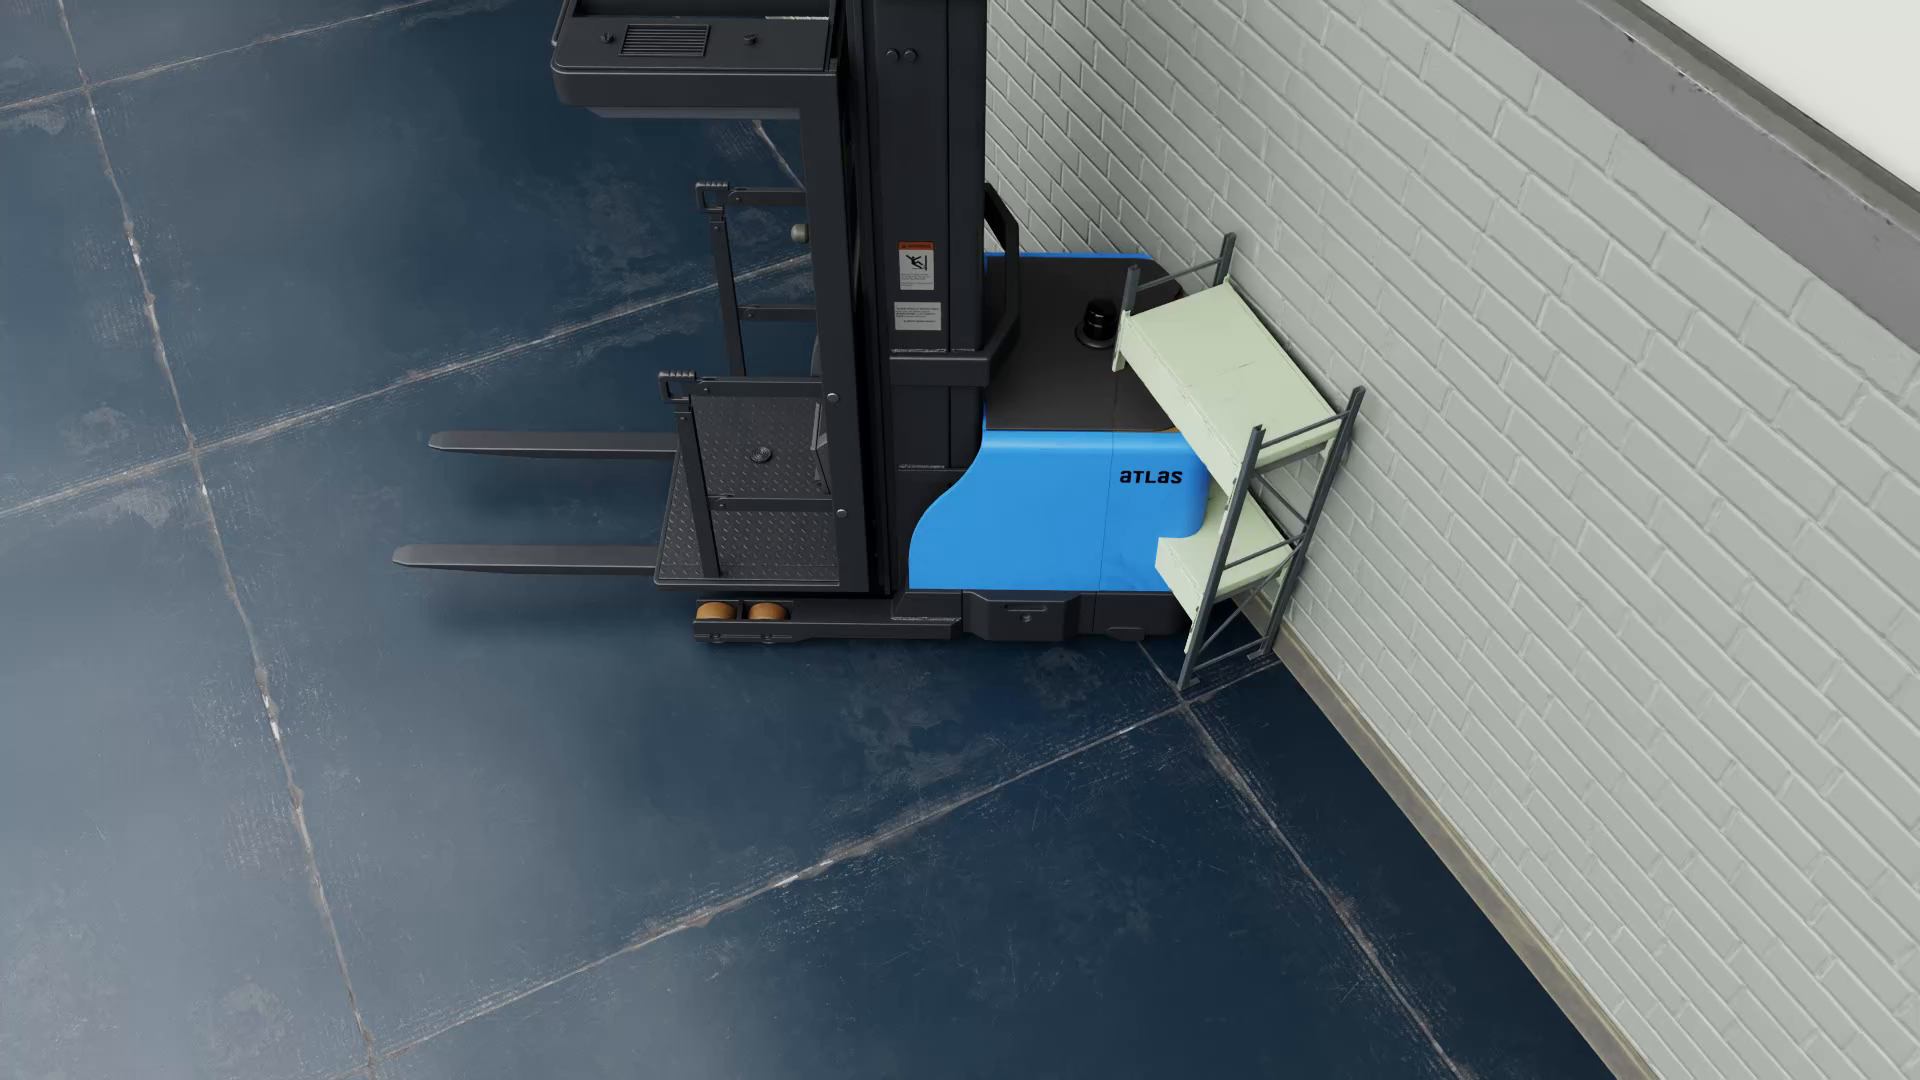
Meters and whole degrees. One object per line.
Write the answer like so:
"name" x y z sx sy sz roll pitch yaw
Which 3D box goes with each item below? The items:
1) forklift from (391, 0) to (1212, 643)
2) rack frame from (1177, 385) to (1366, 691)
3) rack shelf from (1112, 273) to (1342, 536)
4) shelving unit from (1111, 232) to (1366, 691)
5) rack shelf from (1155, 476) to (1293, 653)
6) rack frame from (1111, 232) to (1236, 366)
"forklift" -0.630 -0.973 5.546 3.031 2.935 1.130 1 49 1
"rack frame" 1.020 0.044 5.613 0.400 1.500 0.023 -21 58 -17
"rack shelf" 0.871 -0.453 5.483 0.431 0.370 0.720 -21 58 -17
"shelving unit" 0.853 -0.224 5.798 0.431 1.500 0.755 -21 58 -17
"rack shelf" 0.839 -0.033 6.062 0.431 0.370 0.720 -21 58 -17
"rack frame" 0.687 -0.493 5.983 0.400 1.500 0.023 -21 58 -17
